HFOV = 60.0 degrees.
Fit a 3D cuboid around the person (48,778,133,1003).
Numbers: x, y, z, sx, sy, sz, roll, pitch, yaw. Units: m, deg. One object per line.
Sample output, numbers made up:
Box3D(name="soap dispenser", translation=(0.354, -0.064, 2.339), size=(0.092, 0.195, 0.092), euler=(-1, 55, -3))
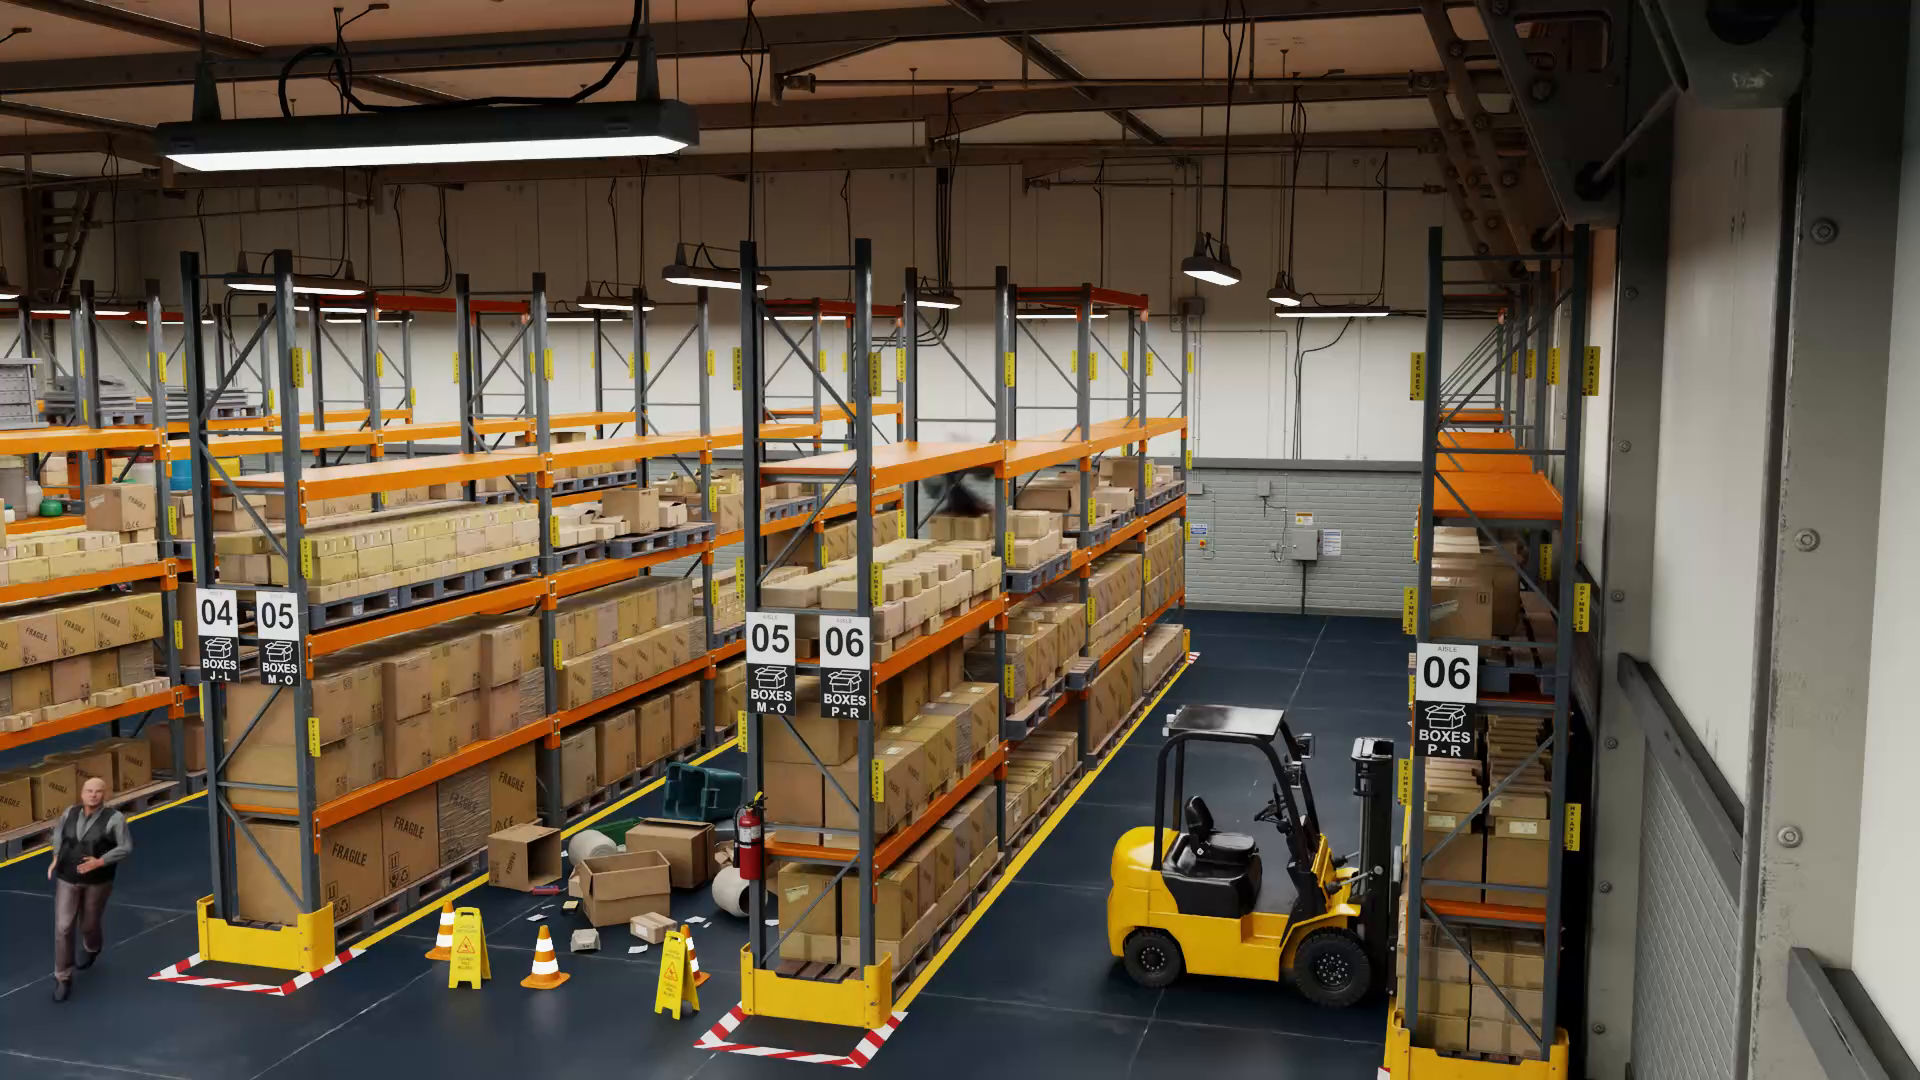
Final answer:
Box3D(name="person", translation=(-7.112, 2.802, 13.640), size=(0.655, 1.728, 0.828), euler=(-1, 7, -13))
